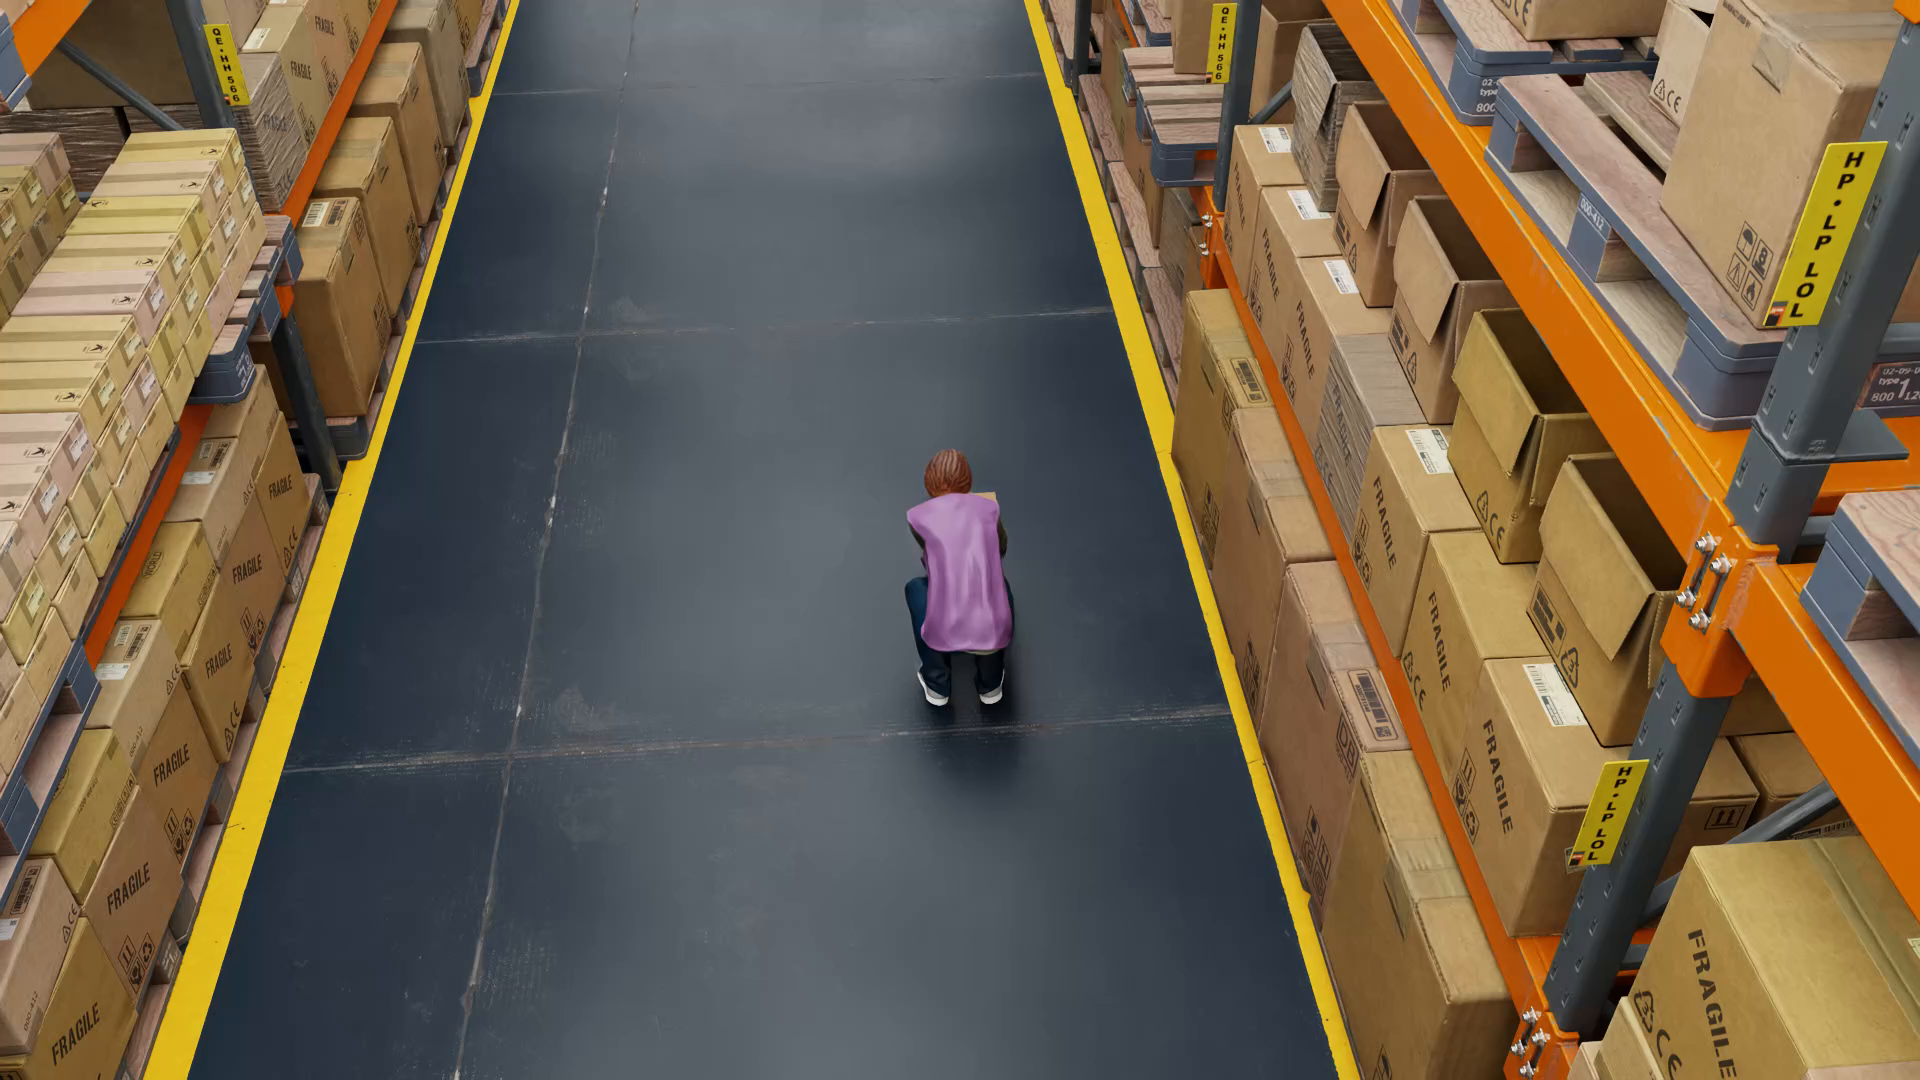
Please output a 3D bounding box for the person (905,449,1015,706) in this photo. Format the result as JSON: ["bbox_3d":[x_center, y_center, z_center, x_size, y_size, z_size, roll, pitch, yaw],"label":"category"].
[{"bbox_3d":[0.001,0.150,6.573,0.437,0.852,0.911,-3,40,-3],"label":"person"}]
